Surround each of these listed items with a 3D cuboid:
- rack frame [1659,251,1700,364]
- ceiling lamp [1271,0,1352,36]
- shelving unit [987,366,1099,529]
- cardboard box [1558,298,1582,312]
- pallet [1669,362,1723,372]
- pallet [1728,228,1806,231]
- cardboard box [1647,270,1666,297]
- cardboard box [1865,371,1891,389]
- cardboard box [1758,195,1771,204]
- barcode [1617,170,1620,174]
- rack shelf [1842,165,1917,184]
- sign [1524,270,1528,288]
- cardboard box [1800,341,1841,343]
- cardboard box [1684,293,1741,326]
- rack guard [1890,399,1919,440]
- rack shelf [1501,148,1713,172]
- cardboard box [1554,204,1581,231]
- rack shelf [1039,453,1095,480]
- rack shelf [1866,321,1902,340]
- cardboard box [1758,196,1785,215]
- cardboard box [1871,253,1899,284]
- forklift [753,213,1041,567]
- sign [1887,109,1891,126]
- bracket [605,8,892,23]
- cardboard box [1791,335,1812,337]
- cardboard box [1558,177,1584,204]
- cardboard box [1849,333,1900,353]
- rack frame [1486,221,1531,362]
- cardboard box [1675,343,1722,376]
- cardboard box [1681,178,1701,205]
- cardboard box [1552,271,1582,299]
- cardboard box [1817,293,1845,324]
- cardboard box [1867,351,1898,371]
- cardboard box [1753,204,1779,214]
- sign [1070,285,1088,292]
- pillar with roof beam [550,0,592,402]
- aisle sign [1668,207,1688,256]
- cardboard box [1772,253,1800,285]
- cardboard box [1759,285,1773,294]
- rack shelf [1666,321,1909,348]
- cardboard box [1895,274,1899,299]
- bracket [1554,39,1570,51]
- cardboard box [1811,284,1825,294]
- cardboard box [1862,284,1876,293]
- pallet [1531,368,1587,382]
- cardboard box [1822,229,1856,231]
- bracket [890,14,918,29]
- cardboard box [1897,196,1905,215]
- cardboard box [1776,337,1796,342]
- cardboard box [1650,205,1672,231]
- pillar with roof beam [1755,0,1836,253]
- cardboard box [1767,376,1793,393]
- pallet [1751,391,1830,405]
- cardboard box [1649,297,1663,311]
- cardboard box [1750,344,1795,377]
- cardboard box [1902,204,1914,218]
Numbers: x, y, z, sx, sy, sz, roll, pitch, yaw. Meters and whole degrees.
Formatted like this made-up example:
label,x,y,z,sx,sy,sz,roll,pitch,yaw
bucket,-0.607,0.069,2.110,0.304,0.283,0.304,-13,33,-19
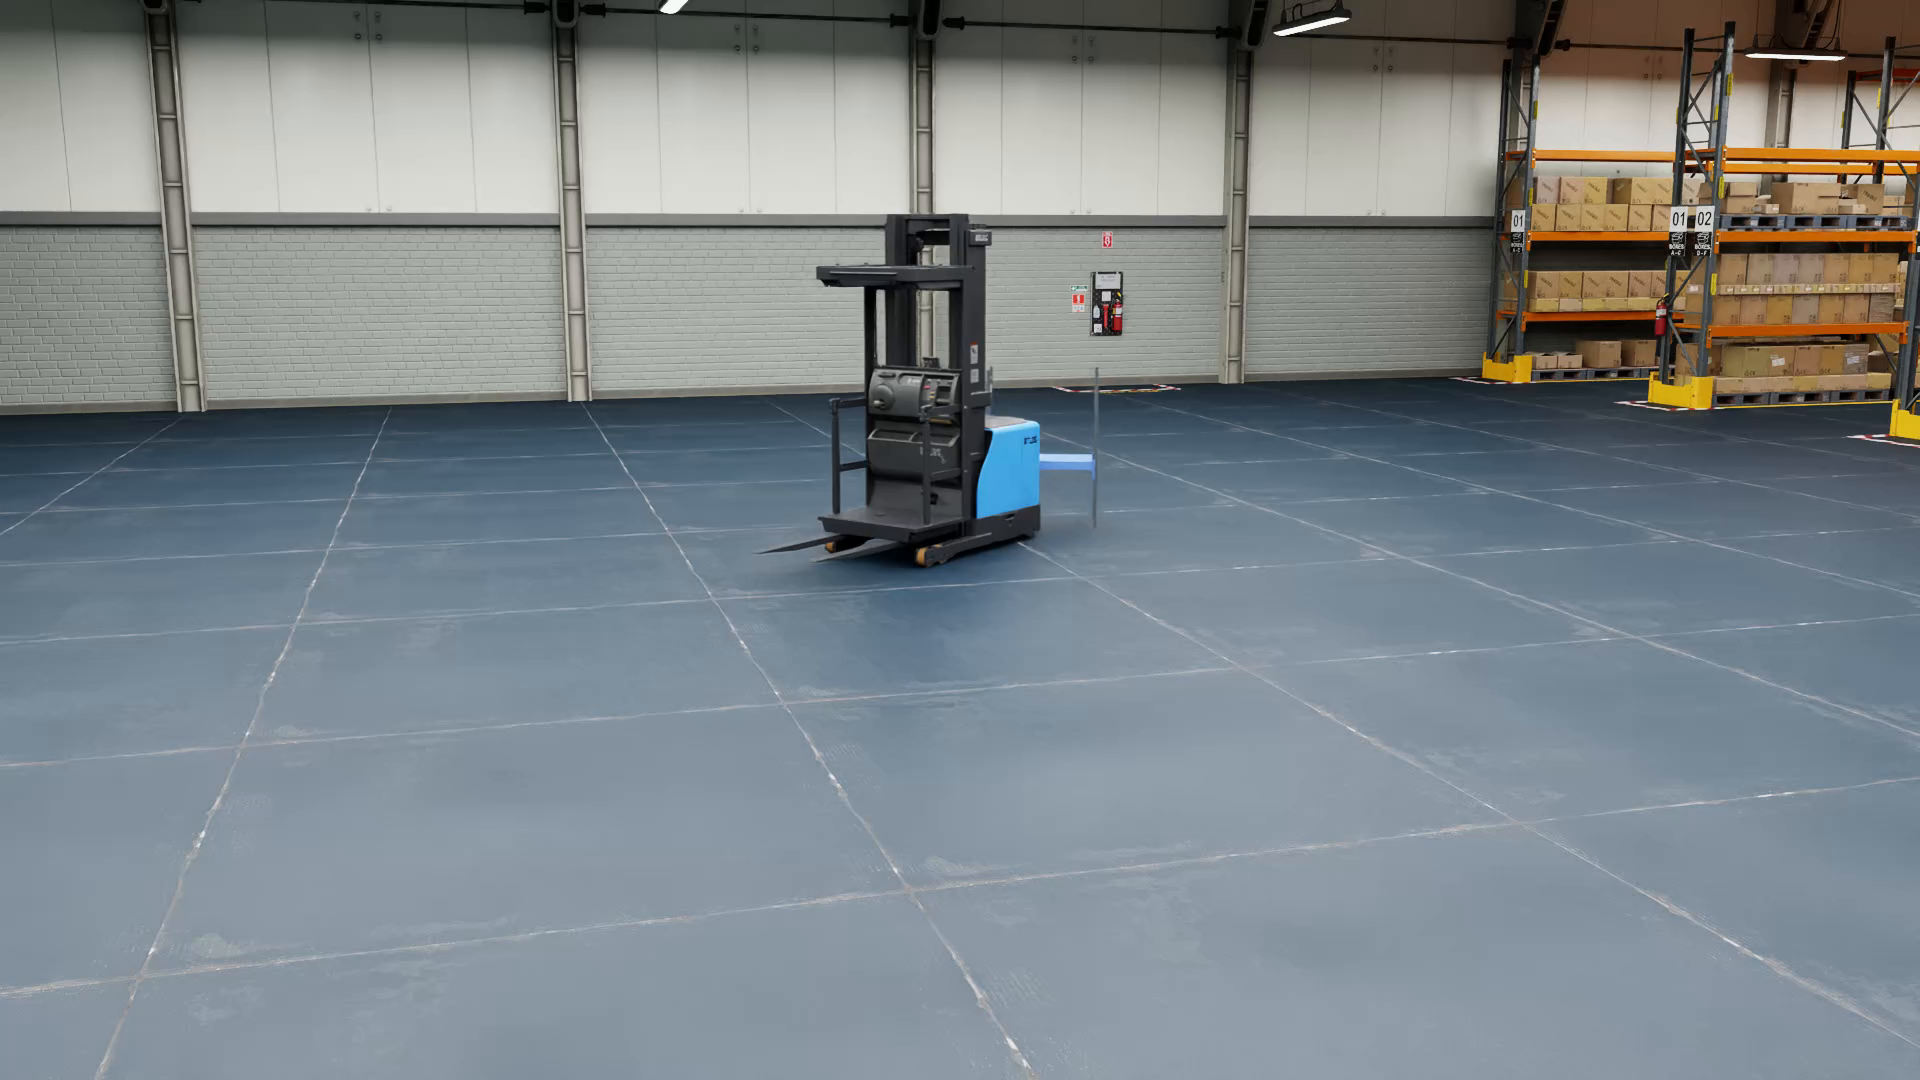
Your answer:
label,x,y,z,sx,sy,sz,roll,pitch,yaw
rack frame,14.278,-4.758,32.813,0.127,3.000,1.000,-3,11,-16
ceiling lamp,5.077,-9.322,24.912,0.800,3.185,2.000,-3,11,-16
shelving unit,0.793,-0.891,15.945,1.048,1.500,0.538,1,10,4
cardboard box,11.490,-4.490,31.716,0.500,0.250,0.500,-3,11,-18
pallet,15.025,-3.427,33.281,1.213,0.211,1.003,-3,11,-16
pallet,15.896,-6.207,32.916,1.003,0.211,1.213,-3,11,-16
cardboard box,13.433,-4.959,32.192,0.500,0.500,0.500,-3,11,-16
cardboard box,15.282,-2.690,28.014,0.500,0.250,0.500,-3,11,-16
cardboard box,13.392,-5.534,27.441,0.500,0.311,0.500,-2,11,-9
barcode,12.824,-7.172,32.393,0.075,0.075,0.001,-3,11,-16
rack shelf,20.039,-7.462,34.021,4.000,0.370,1.077,-3,11,-16
sign,10.590,-4.888,31.123,0.005,0.325,0.100,-3,11,-16
cardboard box,14.656,-3.125,28.303,0.500,0.500,0.500,-3,11,-16
cardboard box,12.278,-3.766,27.144,0.500,0.500,0.700,-3,11,-16
rack guard,13.267,-1.617,22.650,0.348,0.500,1.175,-3,11,-16
rack shelf,12.358,-7.252,31.786,4.000,0.370,1.077,-3,11,-16
cardboard box,11.354,-6.085,31.401,0.500,0.500,0.500,-2,11,-12
rack shelf,0.793,-0.714,15.978,1.000,0.185,0.538,1,10,4
rack shelf,17.587,-3.645,28.751,4.000,0.370,1.077,-3,11,-16
cardboard box,16.010,-6.566,32.908,0.500,0.500,0.500,-3,11,-18
cardboard box,15.242,-4.561,27.882,0.500,0.500,0.700,-3,11,-16
forklift,-0.525,-1.310,14.269,1.130,2.935,3.031,7,13,35
sign,18.280,-8.316,32.768,0.005,0.325,0.100,-3,11,-16
bracket,-3.443,-8.641,27.393,4.783,0.066,0.076,-3,11,-16
cardboard box,16.877,-4.253,33.687,0.500,0.250,0.500,-3,11,-15
cardboard box,11.371,-6.576,31.307,0.500,0.500,0.500,-3,11,-17
cardboard box,18.862,-4.125,34.148,0.750,0.750,0.750,-3,11,-17
rack frame,10.438,-4.556,31.714,0.127,3.000,1.000,-3,11,-16
cardboard box,12.258,-2.997,27.608,0.500,0.500,0.500,-3,11,-16
cardboard box,13.873,-6.712,32.046,0.500,0.500,0.500,-4,11,-21
cardboard box,11.457,-4.856,31.631,0.500,0.500,0.500,-3,11,-16
cardboard box,14.255,-3.871,27.714,0.500,0.500,0.700,-3,11,-15
cardboard box,15.975,-3.098,28.679,0.500,0.311,0.500,-3,11,-16
cardboard box,13.005,-5.351,26.894,0.250,0.149,0.380,-3,11,-16
sign,2.171,-4.587,30.317,0.331,0.109,0.001,-3,11,-16
pillar with roof beam,-5.211,-6.033,23.167,0.548,9.000,9.100,-3,11,-16
aisle sign,11.681,-5.021,27.061,0.004,0.787,0.394,-3,11,-16
cardboard box,13.316,-4.460,27.330,0.500,0.500,0.700,-3,11,-16
cardboard box,12.998,-4.084,27.083,0.250,0.149,0.380,-3,11,-17
rack shelf,13.746,-3.443,27.652,4.000,0.370,1.077,-3,11,-16
cardboard box,18.657,-5.146,33.767,0.500,0.500,0.500,-3,11,-14
bracket,11.366,-9.422,31.633,0.430,0.232,0.235,-3,11,-16
cardboard box,13.992,-4.137,27.368,0.250,0.149,0.380,-3,11,-14
cardboard box,14.977,-4.189,27.651,0.250,0.149,0.380,-3,11,-18
pallet,11.301,-3.223,32.177,1.213,0.211,1.003,-3,11,-16
cardboard box,17.503,-6.319,33.194,0.500,0.311,0.500,-3,11,-16
bracket,-0.953,-8.773,28.106,0.430,0.232,0.235,-3,11,-16
cardboard box,19.062,-6.772,33.975,0.500,0.500,0.700,-4,11,-19
cardboard box,16.446,-3.867,33.657,0.500,0.500,0.700,-3,11,-16
cardboard box,13.373,-6.201,32.031,0.500,0.500,0.500,-4,11,-21
pillar with roof beam,17.832,-7.248,29.764,0.548,9.000,9.100,-3,11,-16
cardboard box,13.362,-2.589,27.463,0.500,0.250,0.500,-3,11,-16
pallet,13.718,-2.431,27.871,1.213,0.211,1.003,-3,11,-16
cardboard box,13.428,-4.594,32.279,0.500,0.250,0.500,-3,11,-16
cardboard box,13.359,-2.960,27.406,0.500,0.500,0.500,-3,11,-16
cardboard box,16.261,-5.535,28.001,0.500,0.250,0.500,-2,11,-10
